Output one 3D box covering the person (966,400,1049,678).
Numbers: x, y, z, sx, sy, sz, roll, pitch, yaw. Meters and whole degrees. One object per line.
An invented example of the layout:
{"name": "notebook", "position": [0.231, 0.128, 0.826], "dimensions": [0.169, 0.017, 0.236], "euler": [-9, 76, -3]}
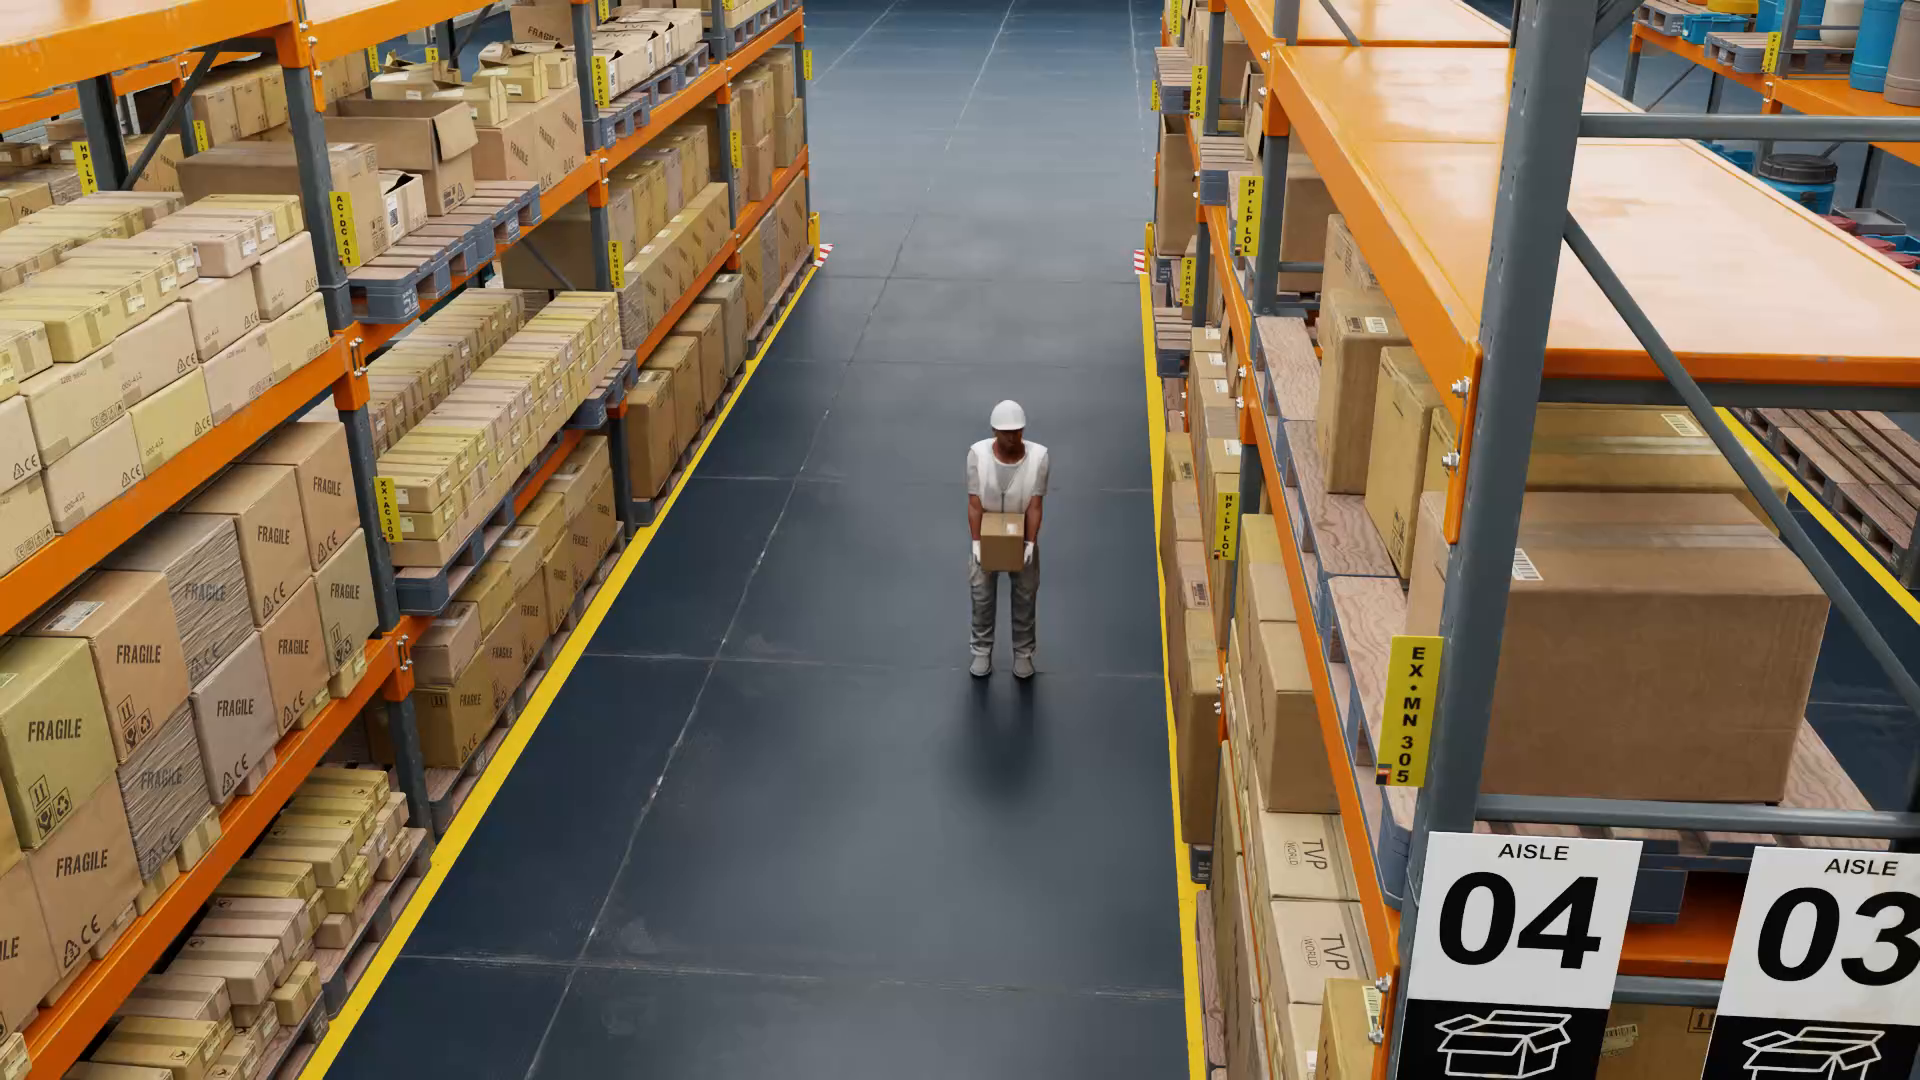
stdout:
{"name": "person", "position": [0.278, 0.018, 9.956], "dimensions": [0.491, 1.775, 0.592], "euler": [1, 24, 3]}
